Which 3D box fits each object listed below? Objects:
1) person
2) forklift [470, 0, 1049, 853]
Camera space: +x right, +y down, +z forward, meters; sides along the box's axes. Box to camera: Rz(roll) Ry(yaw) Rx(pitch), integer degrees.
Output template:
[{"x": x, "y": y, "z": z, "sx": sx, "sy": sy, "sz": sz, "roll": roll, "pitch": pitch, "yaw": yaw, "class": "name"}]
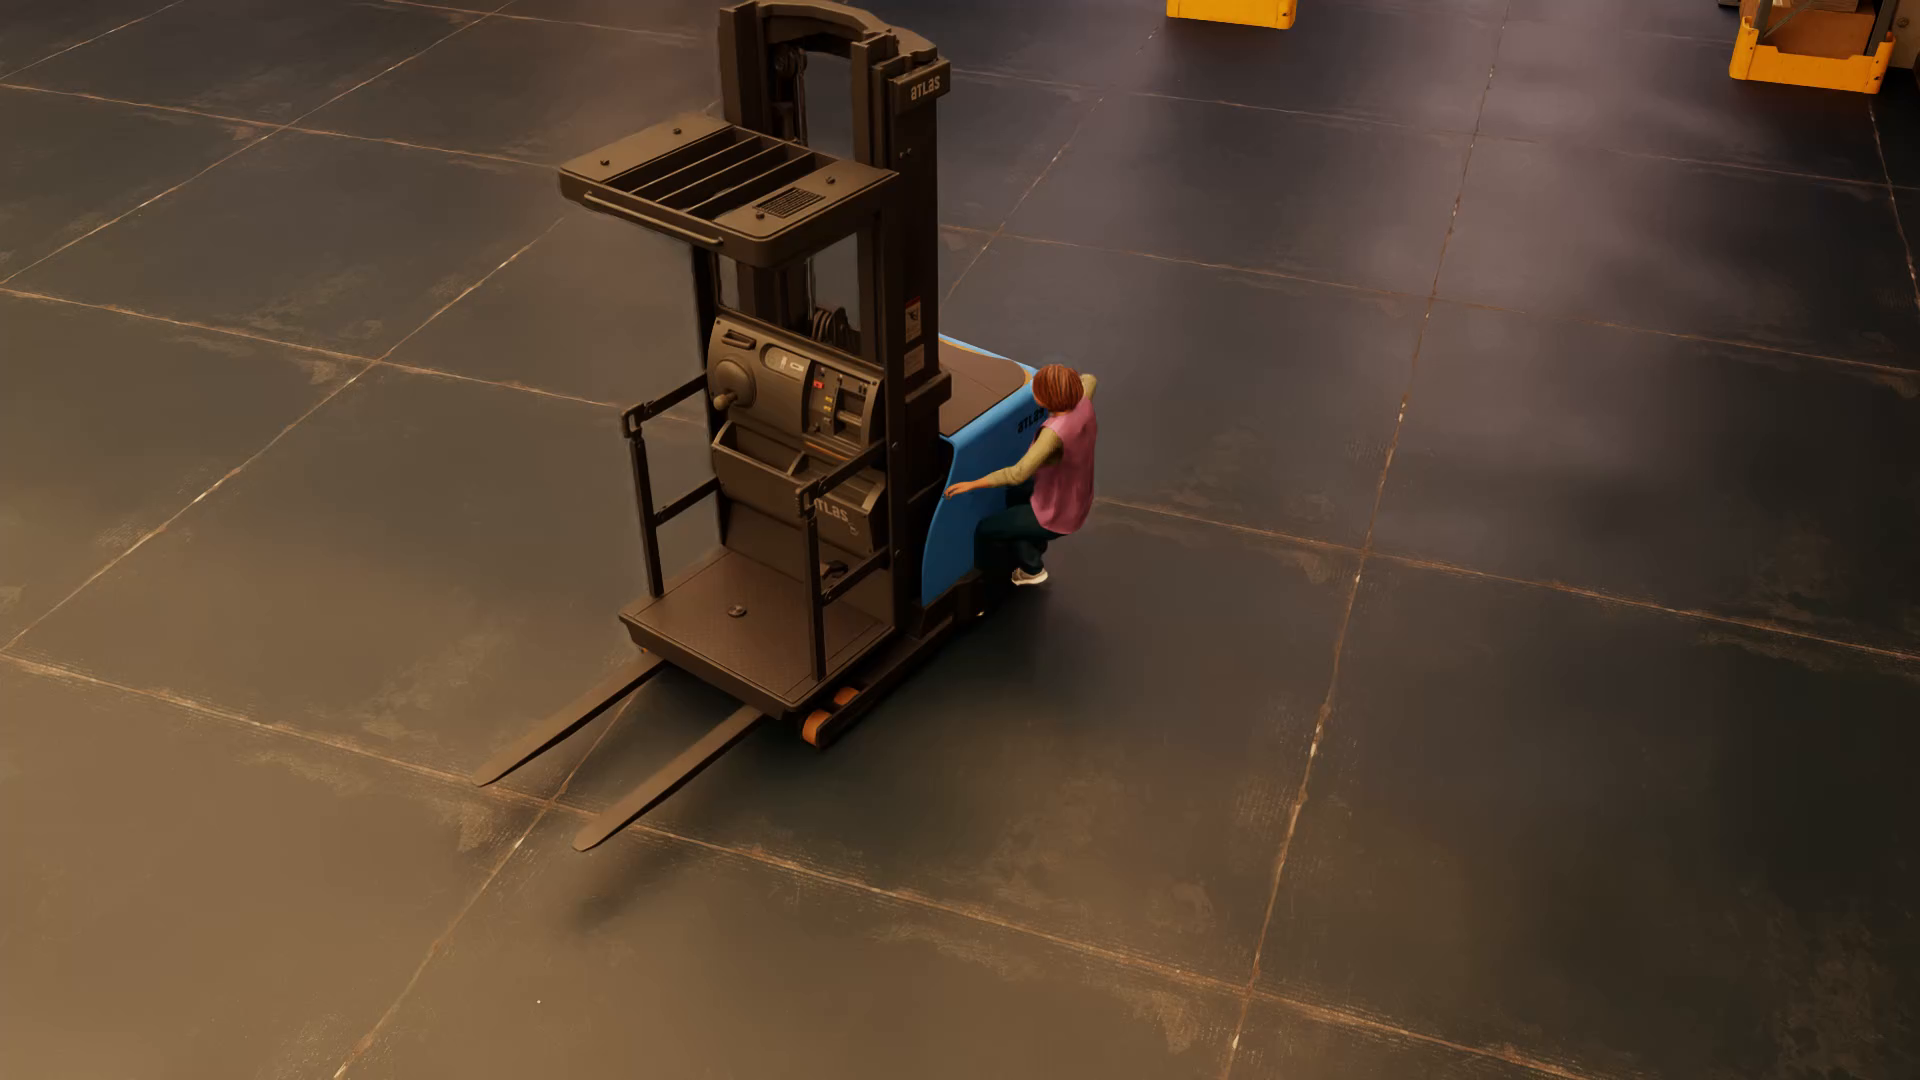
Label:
[{"x": 0.251, "y": -0.249, "z": 7.767, "sx": 0.732, "sy": 1.403, "sz": 0.967, "roll": 14, "pitch": 38, "yaw": 19, "class": "person"}, {"x": -0.844, "y": -0.603, "z": 6.961, "sx": 1.130, "sy": 2.935, "sz": 3.031, "roll": 24, "pitch": 42, "yaw": 29, "class": "forklift"}]
